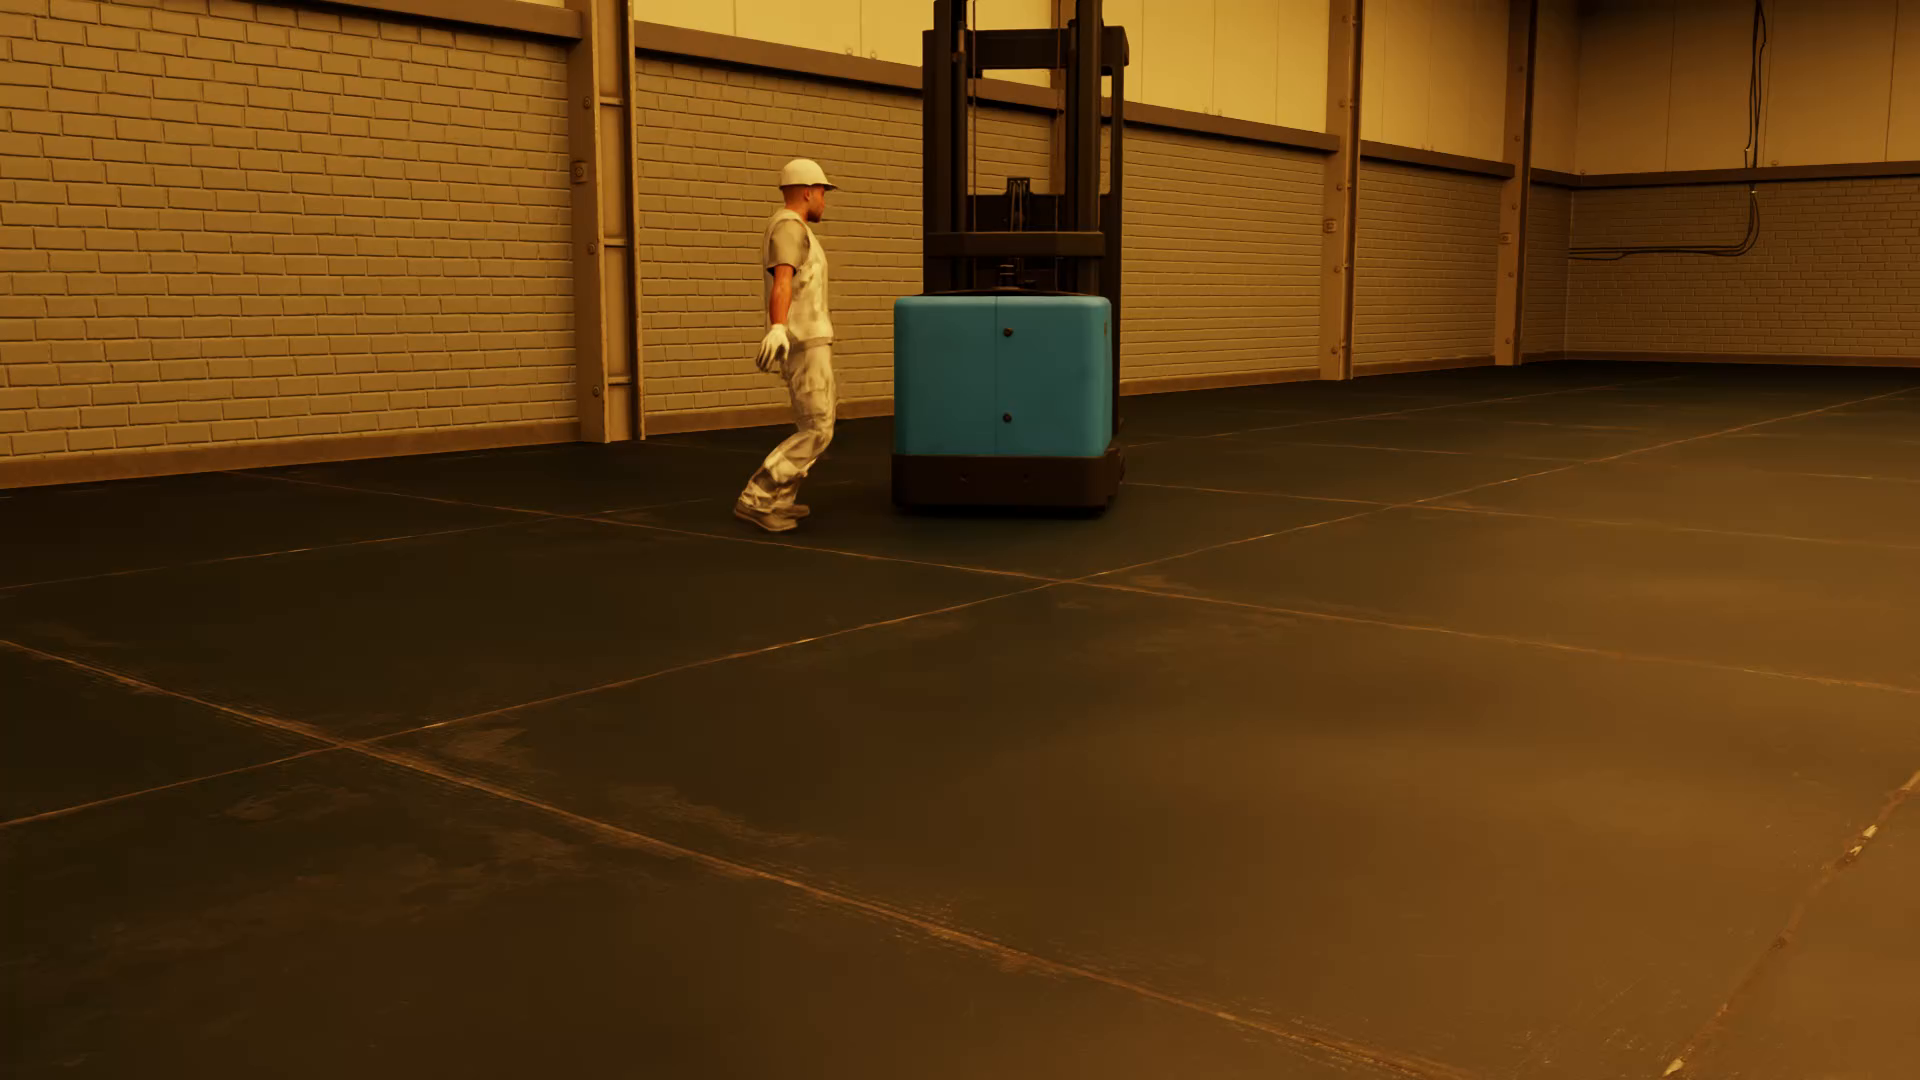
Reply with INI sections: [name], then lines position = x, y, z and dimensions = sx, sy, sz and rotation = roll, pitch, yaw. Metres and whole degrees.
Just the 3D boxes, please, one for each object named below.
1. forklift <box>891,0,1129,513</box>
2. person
[forklift]
position = 0.374, -1.763, 9.333
dimensions = 1.130, 2.935, 3.031
rotation = 1, 8, 8
[person]
position = -0.808, -0.900, 7.685
dimensions = 0.496, 1.703, 0.895
rotation = -1, 8, -4
